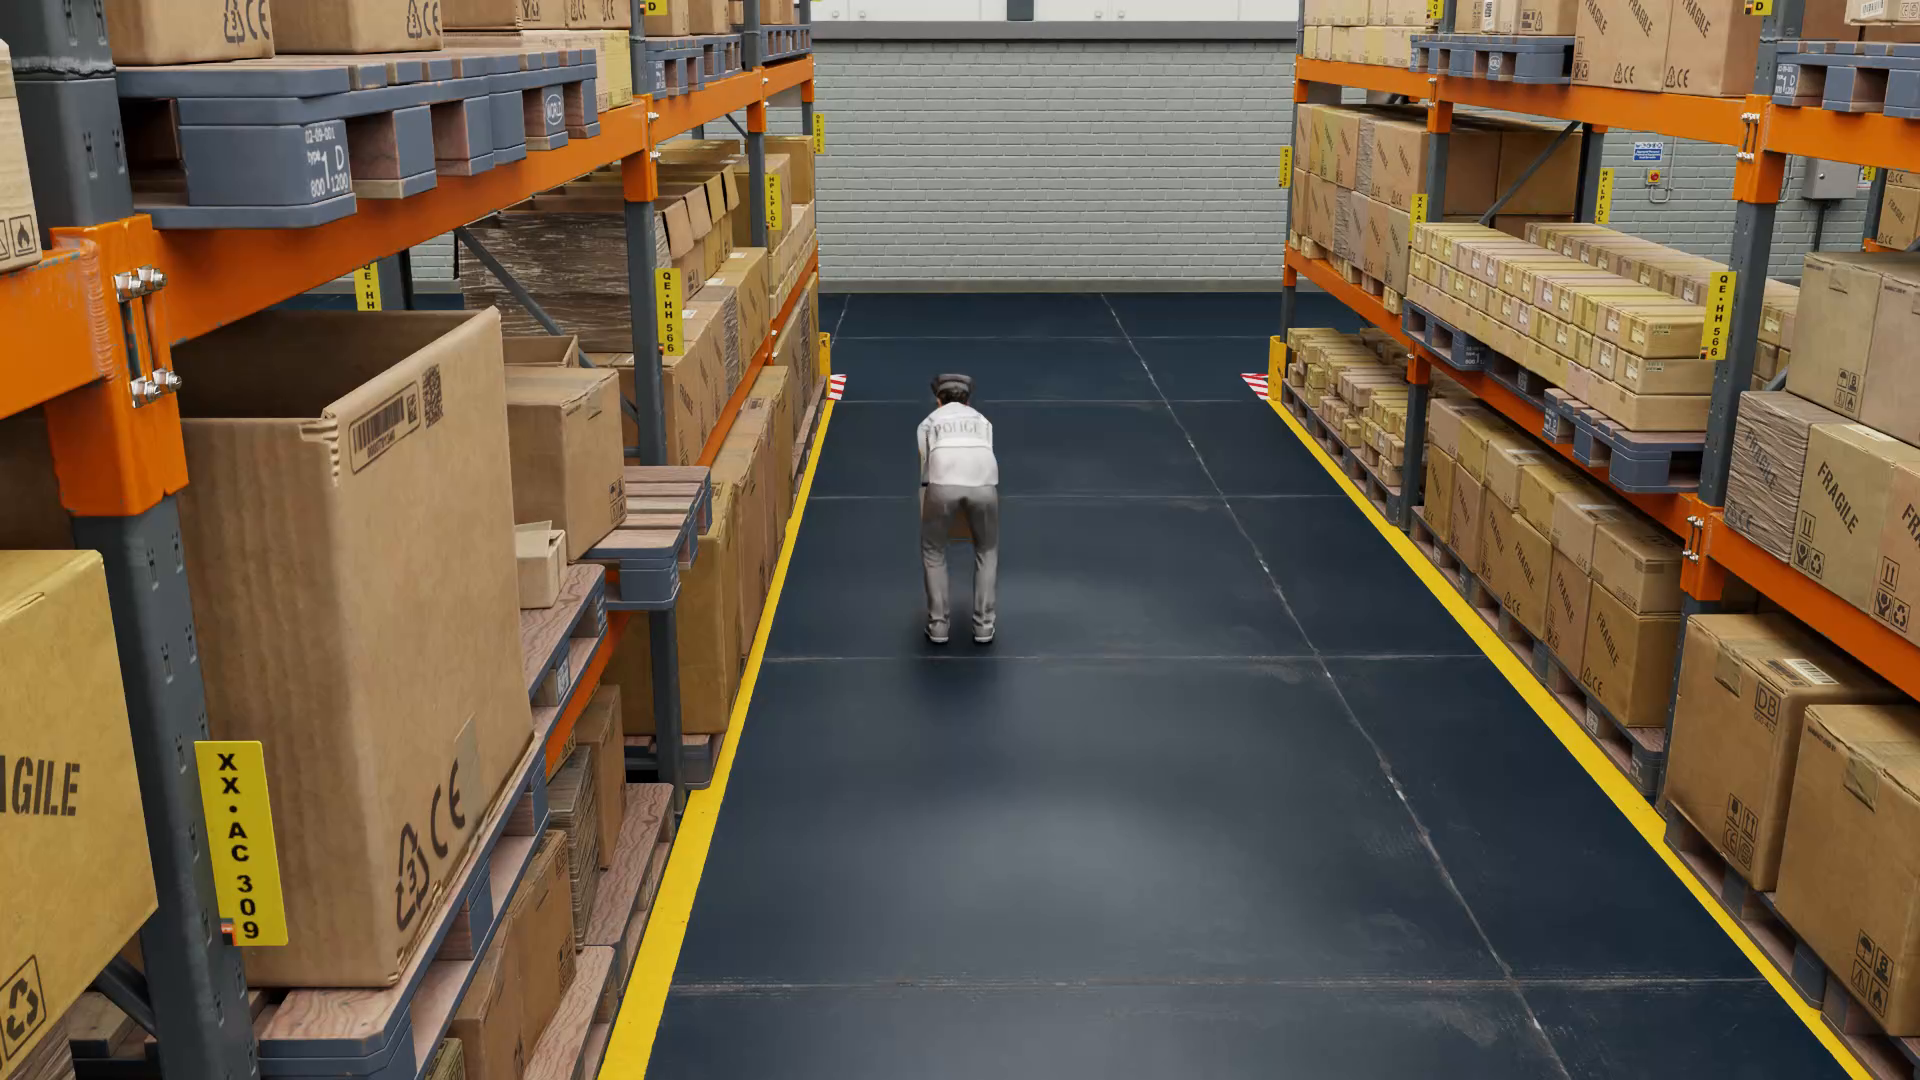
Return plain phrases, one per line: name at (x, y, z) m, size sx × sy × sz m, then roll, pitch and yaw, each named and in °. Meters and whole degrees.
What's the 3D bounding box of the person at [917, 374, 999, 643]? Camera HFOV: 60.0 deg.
person at (-0.016, -0.180, 8.739) m, size 0.410 × 1.307 × 0.887 m, roll -1°, pitch 17°, yaw -3°
